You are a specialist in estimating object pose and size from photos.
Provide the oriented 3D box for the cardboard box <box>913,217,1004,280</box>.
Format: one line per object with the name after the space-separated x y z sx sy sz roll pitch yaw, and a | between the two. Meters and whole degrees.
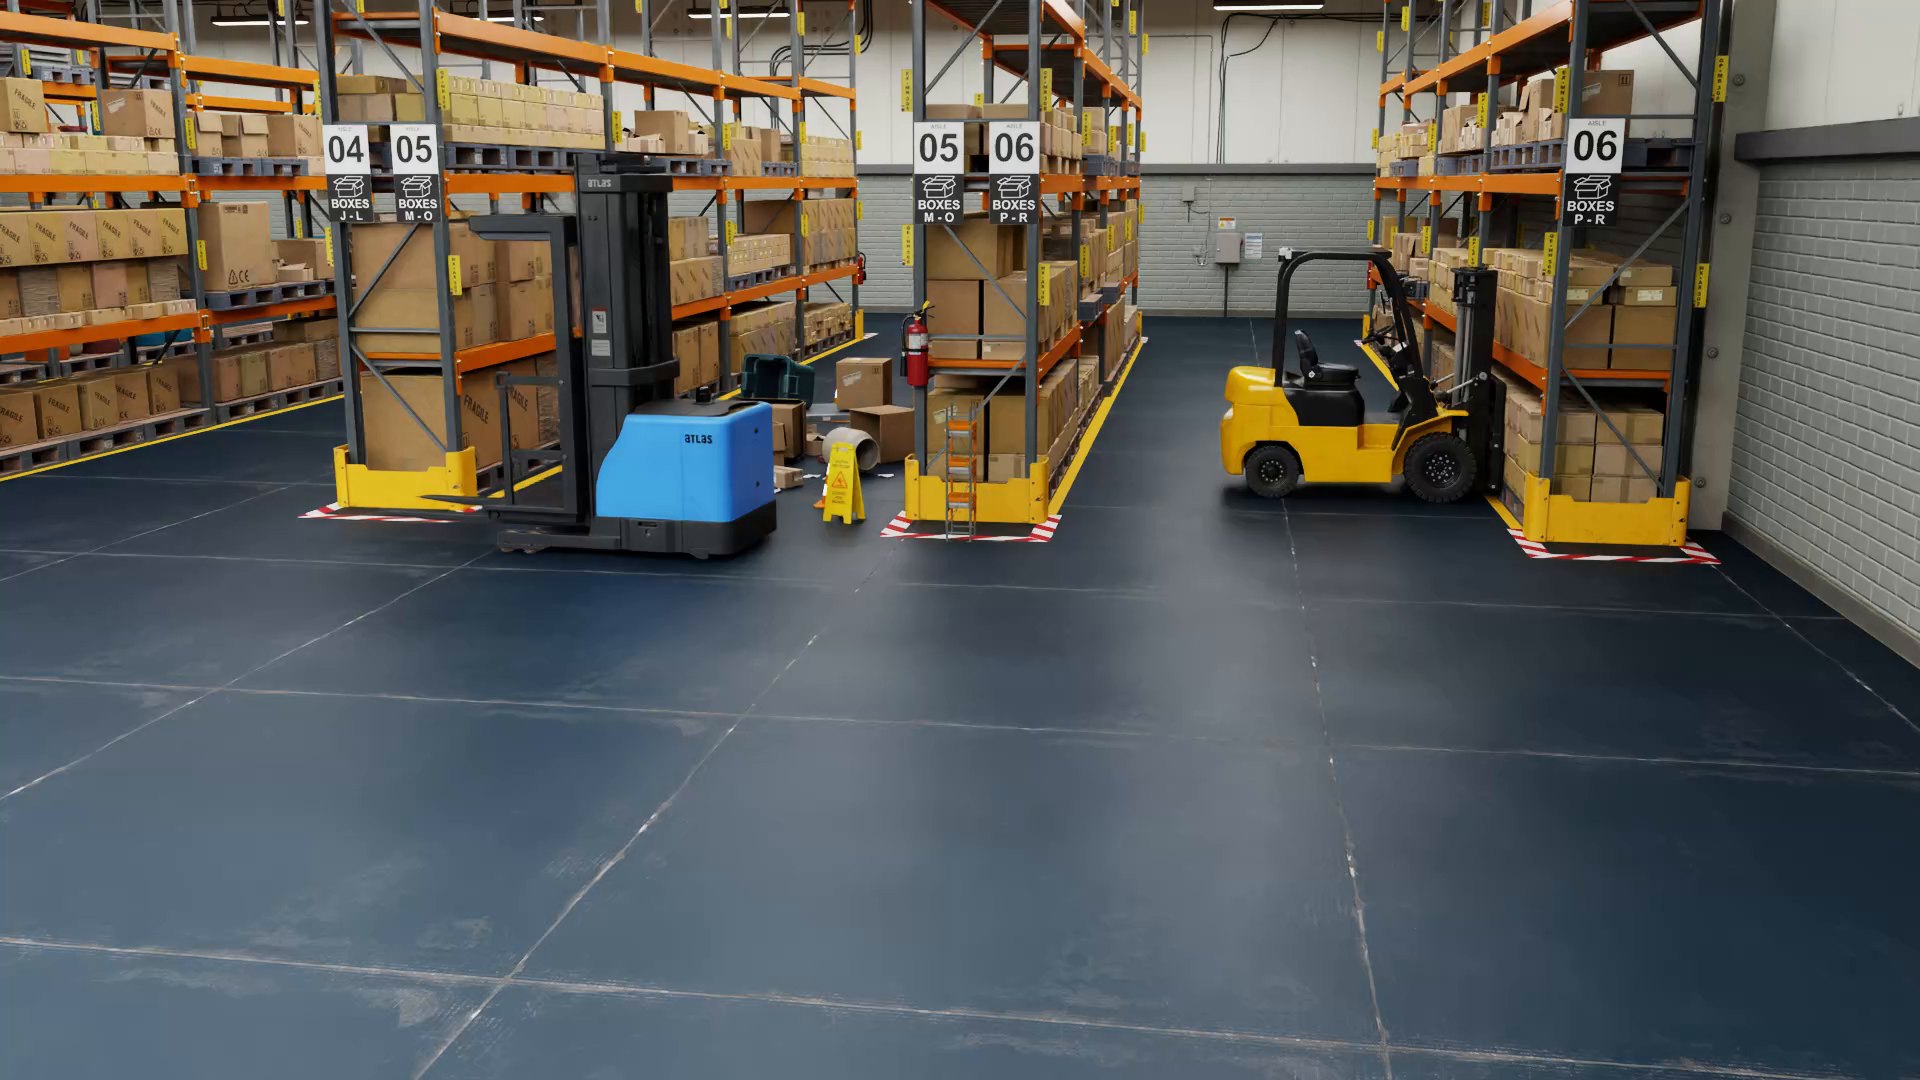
-0.008 -2.433 13.848 0.700 0.500 0.500 2 12 7 | cardboard box

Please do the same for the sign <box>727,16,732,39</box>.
-3.465 -7.724 25.067 0.100 0.325 0.005 2 12 9 | sign

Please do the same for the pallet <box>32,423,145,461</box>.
-9.301 -1.032 17.280 1.003 0.211 1.213 2 12 9 | pallet

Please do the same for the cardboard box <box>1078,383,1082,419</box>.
0.823 -1.500 18.072 0.950 0.372 0.625 2 12 9 | cardboard box

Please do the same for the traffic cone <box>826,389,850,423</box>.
-1.392 -1.626 19.439 0.336 0.463 0.334 2 12 9 | traffic cone

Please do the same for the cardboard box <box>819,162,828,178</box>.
-2.432 -5.967 26.799 0.500 0.250 0.500 2 12 11 | cardboard box

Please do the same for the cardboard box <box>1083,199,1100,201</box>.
2.128 -5.538 27.422 0.380 0.149 0.250 2 12 9 | cardboard box

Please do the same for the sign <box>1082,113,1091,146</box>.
1.282 -4.173 16.888 0.100 0.325 0.005 2 12 9 | sign

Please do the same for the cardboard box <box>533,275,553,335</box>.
-4.451 -2.268 16.040 0.875 0.550 0.500 2 12 9 | cardboard box

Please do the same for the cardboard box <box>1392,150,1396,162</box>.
6.776 -5.730 24.993 0.500 0.250 0.500 1 12 7 | cardboard box

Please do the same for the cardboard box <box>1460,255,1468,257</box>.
5.650 -3.021 18.113 0.380 0.149 0.250 2 12 9 | cardboard box

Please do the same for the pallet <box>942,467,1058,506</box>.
0.301 -0.458 14.616 1.003 0.211 1.213 2 12 9 | pallet

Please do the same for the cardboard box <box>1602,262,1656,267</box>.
5.397 -2.160 13.413 0.380 0.149 0.250 2 12 10 | cardboard box

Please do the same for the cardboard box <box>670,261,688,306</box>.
-3.581 -3.073 19.897 0.500 0.500 0.500 2 12 10 | cardboard box

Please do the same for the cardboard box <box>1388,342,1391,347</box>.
6.676 -2.912 25.156 0.380 0.149 0.250 2 12 7 | cardboard box

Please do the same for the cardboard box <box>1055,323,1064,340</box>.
0.771 -1.951 15.524 0.380 0.149 0.250 2 12 9 | cardboard box

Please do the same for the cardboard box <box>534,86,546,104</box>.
-4.137 -4.194 15.683 0.380 0.149 0.250 2 12 9 | cardboard box

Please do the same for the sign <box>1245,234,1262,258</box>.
6.007 -6.024 34.053 0.329 0.494 0.001 2 12 9 | sign

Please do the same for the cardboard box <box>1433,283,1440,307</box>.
5.873 -2.880 19.593 0.500 0.250 0.500 2 12 7 | cardboard box

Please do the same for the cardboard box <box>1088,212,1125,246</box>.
2.154 -4.571 24.475 0.500 0.500 0.500 2 12 10 | cardboard box

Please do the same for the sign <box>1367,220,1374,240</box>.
6.959 -5.248 28.171 0.100 0.325 0.005 2 12 9 | sign

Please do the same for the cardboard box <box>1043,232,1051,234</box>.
0.829 -3.292 19.210 0.500 0.500 0.500 1 12 7 | cardboard box

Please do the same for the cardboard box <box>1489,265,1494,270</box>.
5.302 -2.564 15.992 0.380 0.149 0.250 2 12 10 | cardboard box

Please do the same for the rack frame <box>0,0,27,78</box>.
-13.326 -6.717 22.799 1.000 3.000 0.127 2 12 9 | rack frame

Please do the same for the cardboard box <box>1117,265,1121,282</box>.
2.075 -3.854 24.113 0.500 0.250 0.500 2 12 8 | cardboard box

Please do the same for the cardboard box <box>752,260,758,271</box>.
-3.077 -3.887 23.508 0.380 0.149 0.250 2 12 9 | cardboard box

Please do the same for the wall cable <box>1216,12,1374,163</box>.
6.676 -8.989 33.254 2.988 3.039 0.133 2 12 9 | wall cable

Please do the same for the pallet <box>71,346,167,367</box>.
-13.056 -2.839 25.668 1.003 0.211 1.213 2 12 9 | pallet

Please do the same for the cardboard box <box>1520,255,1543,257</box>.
5.167 -2.441 14.717 0.380 0.149 0.250 2 12 9 | cardboard box

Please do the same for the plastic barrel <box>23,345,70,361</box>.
-13.268 -3.031 24.090 0.600 0.830 0.708 2 12 9 | plastic barrel

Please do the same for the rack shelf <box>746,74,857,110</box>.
-2.624 -7.270 27.083 1.077 0.370 4.000 2 12 9 | rack shelf

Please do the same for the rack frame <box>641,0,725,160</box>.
-3.547 -6.374 21.211 1.000 3.000 0.127 2 12 9 | rack frame

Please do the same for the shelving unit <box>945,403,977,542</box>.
0.008 -0.524 12.934 0.215 1.050 0.252 2 12 9 | shelving unit

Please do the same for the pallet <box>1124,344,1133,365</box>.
2.169 -2.928 26.077 1.003 0.211 1.213 2 12 9 | pallet

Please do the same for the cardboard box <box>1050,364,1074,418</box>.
0.842 -1.460 16.396 0.500 0.500 0.500 2 12 10 | cardboard box

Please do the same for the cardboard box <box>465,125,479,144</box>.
-4.369 -3.488 14.300 0.380 0.149 0.250 2 12 9 | cardboard box

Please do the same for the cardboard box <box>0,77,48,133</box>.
-9.168 -4.163 15.942 0.500 0.500 0.500 2 12 8 | cardboard box

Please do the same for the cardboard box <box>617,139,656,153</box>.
-3.690 -4.490 18.949 0.380 0.149 0.250 2 12 9 | cardboard box

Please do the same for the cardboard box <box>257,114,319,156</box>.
-8.418 -5.066 20.836 0.500 0.500 0.500 2 12 10 | cardboard box

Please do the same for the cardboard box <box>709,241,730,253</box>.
-3.284 -3.906 22.184 0.380 0.149 0.250 2 12 9 | cardboard box

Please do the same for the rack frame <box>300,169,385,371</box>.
-8.432 -3.623 22.686 1.000 3.000 0.127 2 12 9 | rack frame

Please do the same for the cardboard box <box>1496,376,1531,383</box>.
5.111 -1.359 15.335 0.500 0.250 0.500 2 12 11 | cardboard box

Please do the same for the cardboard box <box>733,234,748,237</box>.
-3.447 -4.580 25.315 0.380 0.149 0.250 3 12 12 | cardboard box

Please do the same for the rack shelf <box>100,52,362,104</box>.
-8.740 -5.593 20.240 1.077 0.370 4.000 2 12 9 | rack shelf

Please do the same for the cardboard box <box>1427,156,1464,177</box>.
6.104 -4.650 20.686 0.500 0.250 0.500 1 12 7 | cardboard box

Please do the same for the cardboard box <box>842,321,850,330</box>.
-2.131 -3.745 29.023 0.380 0.149 0.250 2 12 10 | cardboard box

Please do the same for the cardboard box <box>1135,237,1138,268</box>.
2.777 -4.907 28.408 0.500 0.500 0.500 2 12 9 | cardboard box

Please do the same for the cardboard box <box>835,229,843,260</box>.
-2.284 -4.986 28.068 0.500 0.500 0.500 2 12 9 | cardboard box

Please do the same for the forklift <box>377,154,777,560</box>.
-3.010 -1.434 12.688 3.031 2.935 1.130 3 13 14 | forklift

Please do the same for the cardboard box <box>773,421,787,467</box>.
-2.102 -0.864 15.809 0.797 0.503 0.637 -7 14 -30 | cardboard box

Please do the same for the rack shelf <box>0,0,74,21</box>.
-17.298 -9.400 29.068 1.077 0.370 4.000 2 12 9 | rack shelf

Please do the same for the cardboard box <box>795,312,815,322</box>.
-2.565 -3.606 26.966 0.380 0.149 0.250 2 12 7 | cardboard box

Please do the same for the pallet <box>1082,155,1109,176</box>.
0.945 -3.969 17.617 1.213 0.211 1.003 2 12 9 | pallet

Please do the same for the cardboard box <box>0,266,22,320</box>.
-9.593 -2.374 15.945 0.875 0.500 0.500 2 12 9 | cardboard box

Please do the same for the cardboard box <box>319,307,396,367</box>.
-8.306 -2.933 23.529 1.225 0.875 0.875 1 12 6 | cardboard box
